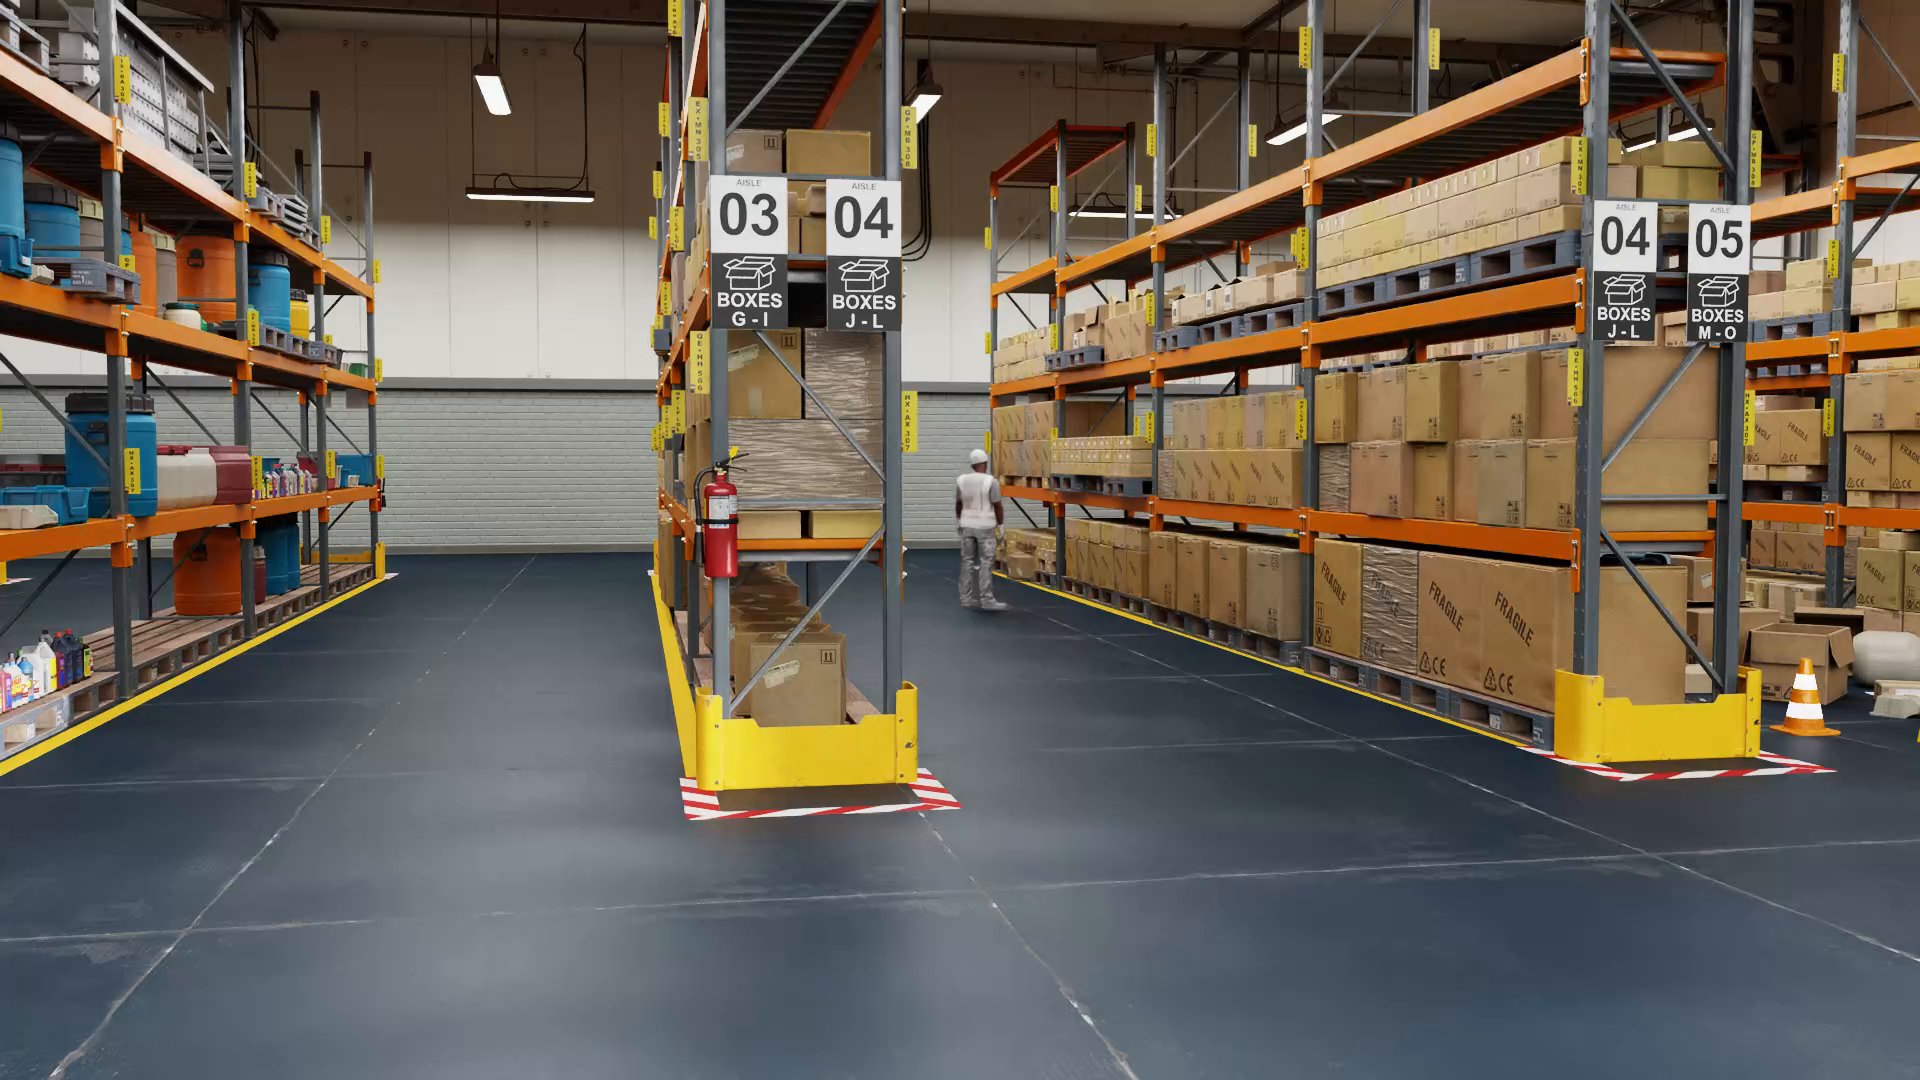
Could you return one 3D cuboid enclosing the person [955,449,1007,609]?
[{"bbox_3d":[0.211,-0.128,18.770,0.637,1.794,0.396,2,3,30],"label":"person"}]
